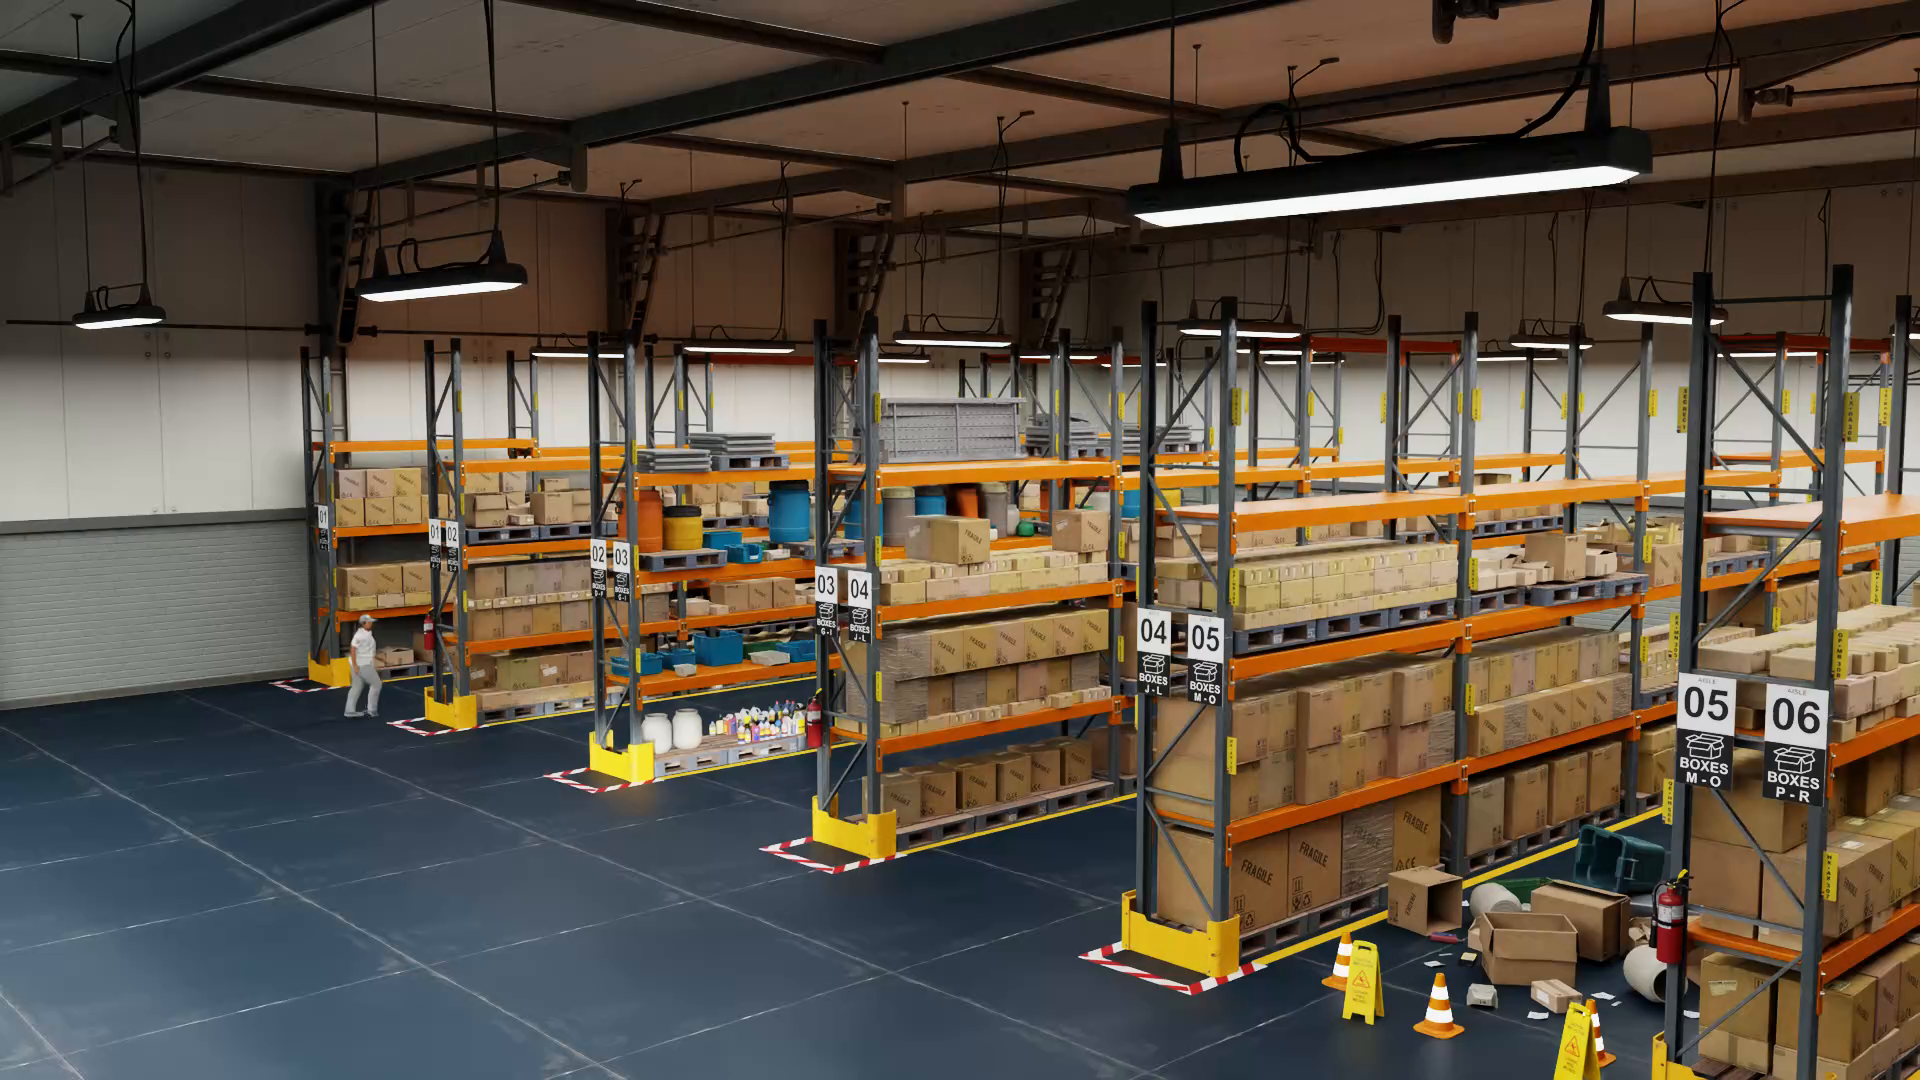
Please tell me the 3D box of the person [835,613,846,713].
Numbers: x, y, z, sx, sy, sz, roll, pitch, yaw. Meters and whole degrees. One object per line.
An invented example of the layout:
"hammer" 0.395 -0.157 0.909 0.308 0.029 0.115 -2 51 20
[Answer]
"person" -2.029 2.008 26.653 0.521 1.732 0.397 -1 5 -13

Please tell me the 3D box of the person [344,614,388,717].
"person" -9.525 2.052 26.654 0.695 1.730 0.510 -3 6 -28
